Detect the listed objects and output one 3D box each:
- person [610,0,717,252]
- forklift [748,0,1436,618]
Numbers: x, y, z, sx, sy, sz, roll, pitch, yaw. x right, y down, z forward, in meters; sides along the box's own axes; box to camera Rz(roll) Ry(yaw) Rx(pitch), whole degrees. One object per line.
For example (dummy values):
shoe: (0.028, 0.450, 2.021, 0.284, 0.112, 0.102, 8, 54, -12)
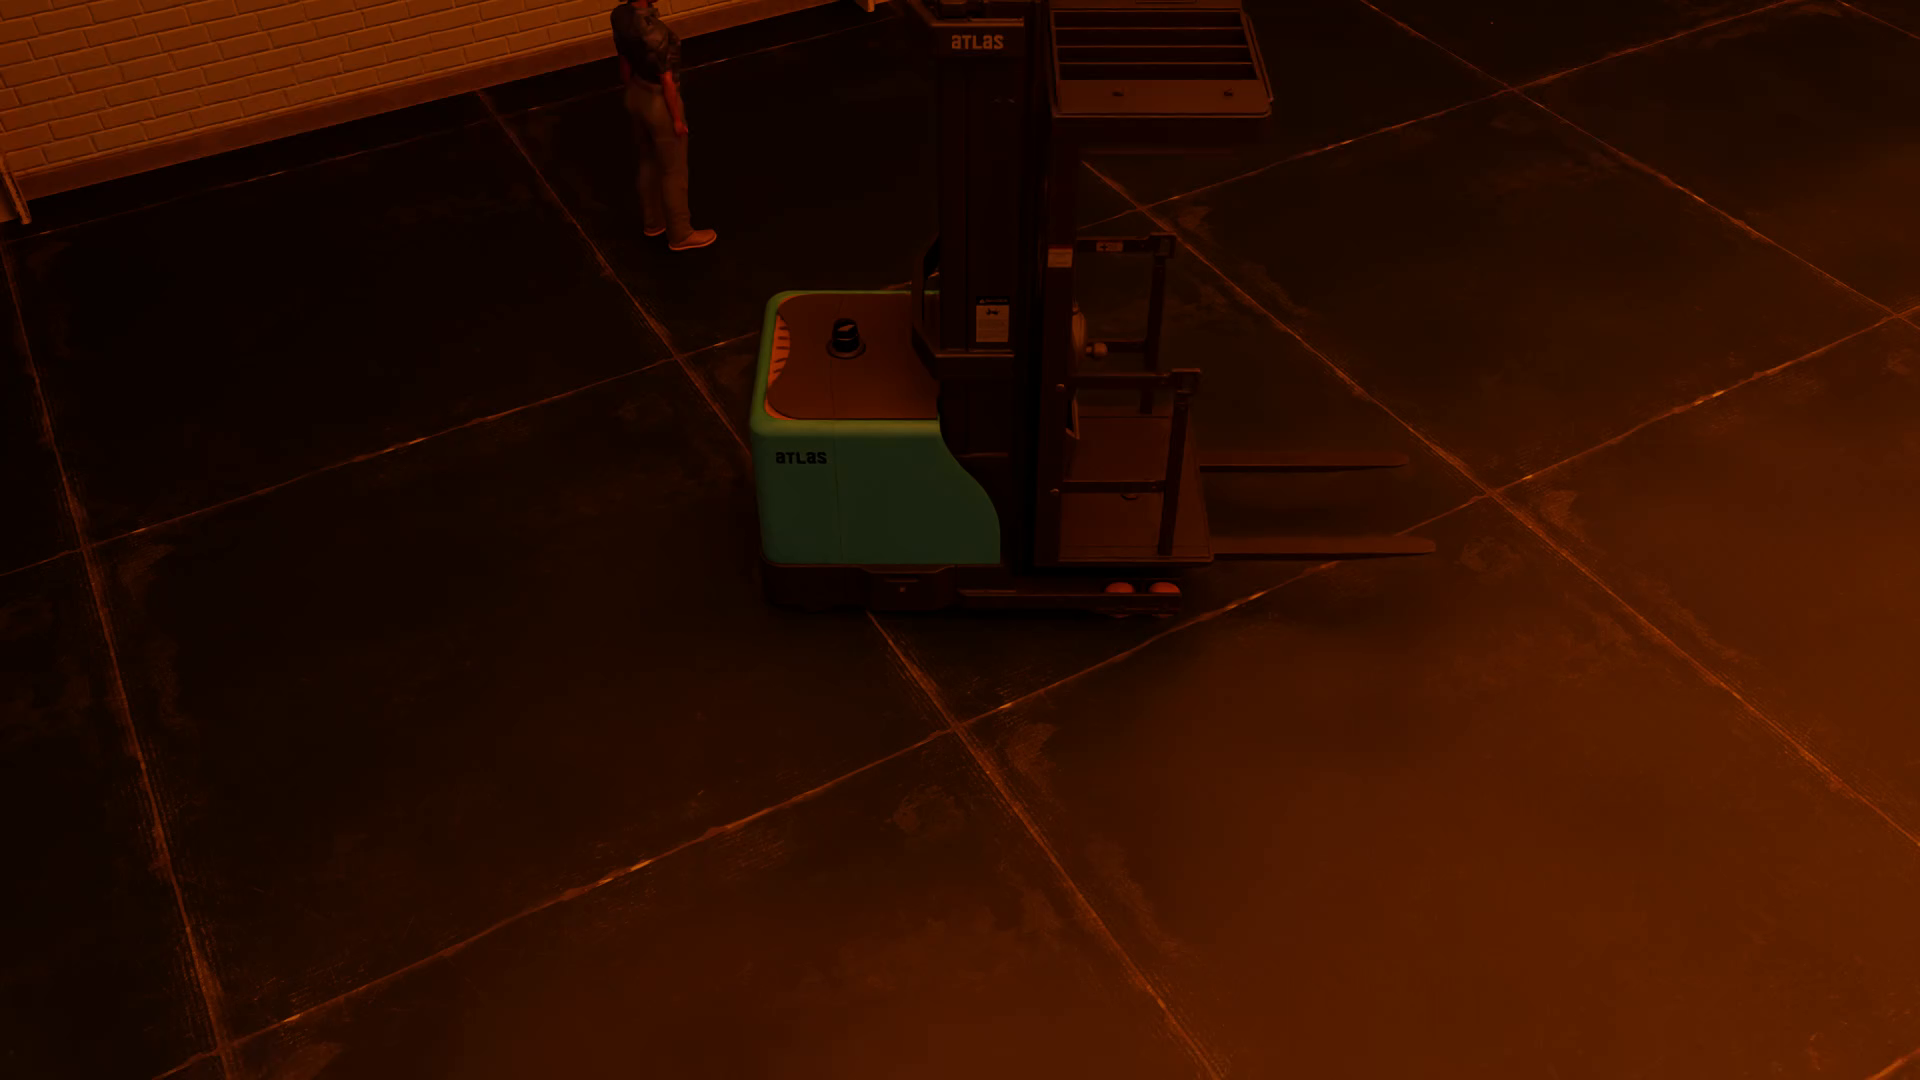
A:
person: (-1.669, -2.401, 9.225, 0.324, 1.662, 0.446, -32, 51, -30)
forklift: (0.628, -1.089, 6.872, 3.031, 2.935, 1.130, 0, 43, 0)
